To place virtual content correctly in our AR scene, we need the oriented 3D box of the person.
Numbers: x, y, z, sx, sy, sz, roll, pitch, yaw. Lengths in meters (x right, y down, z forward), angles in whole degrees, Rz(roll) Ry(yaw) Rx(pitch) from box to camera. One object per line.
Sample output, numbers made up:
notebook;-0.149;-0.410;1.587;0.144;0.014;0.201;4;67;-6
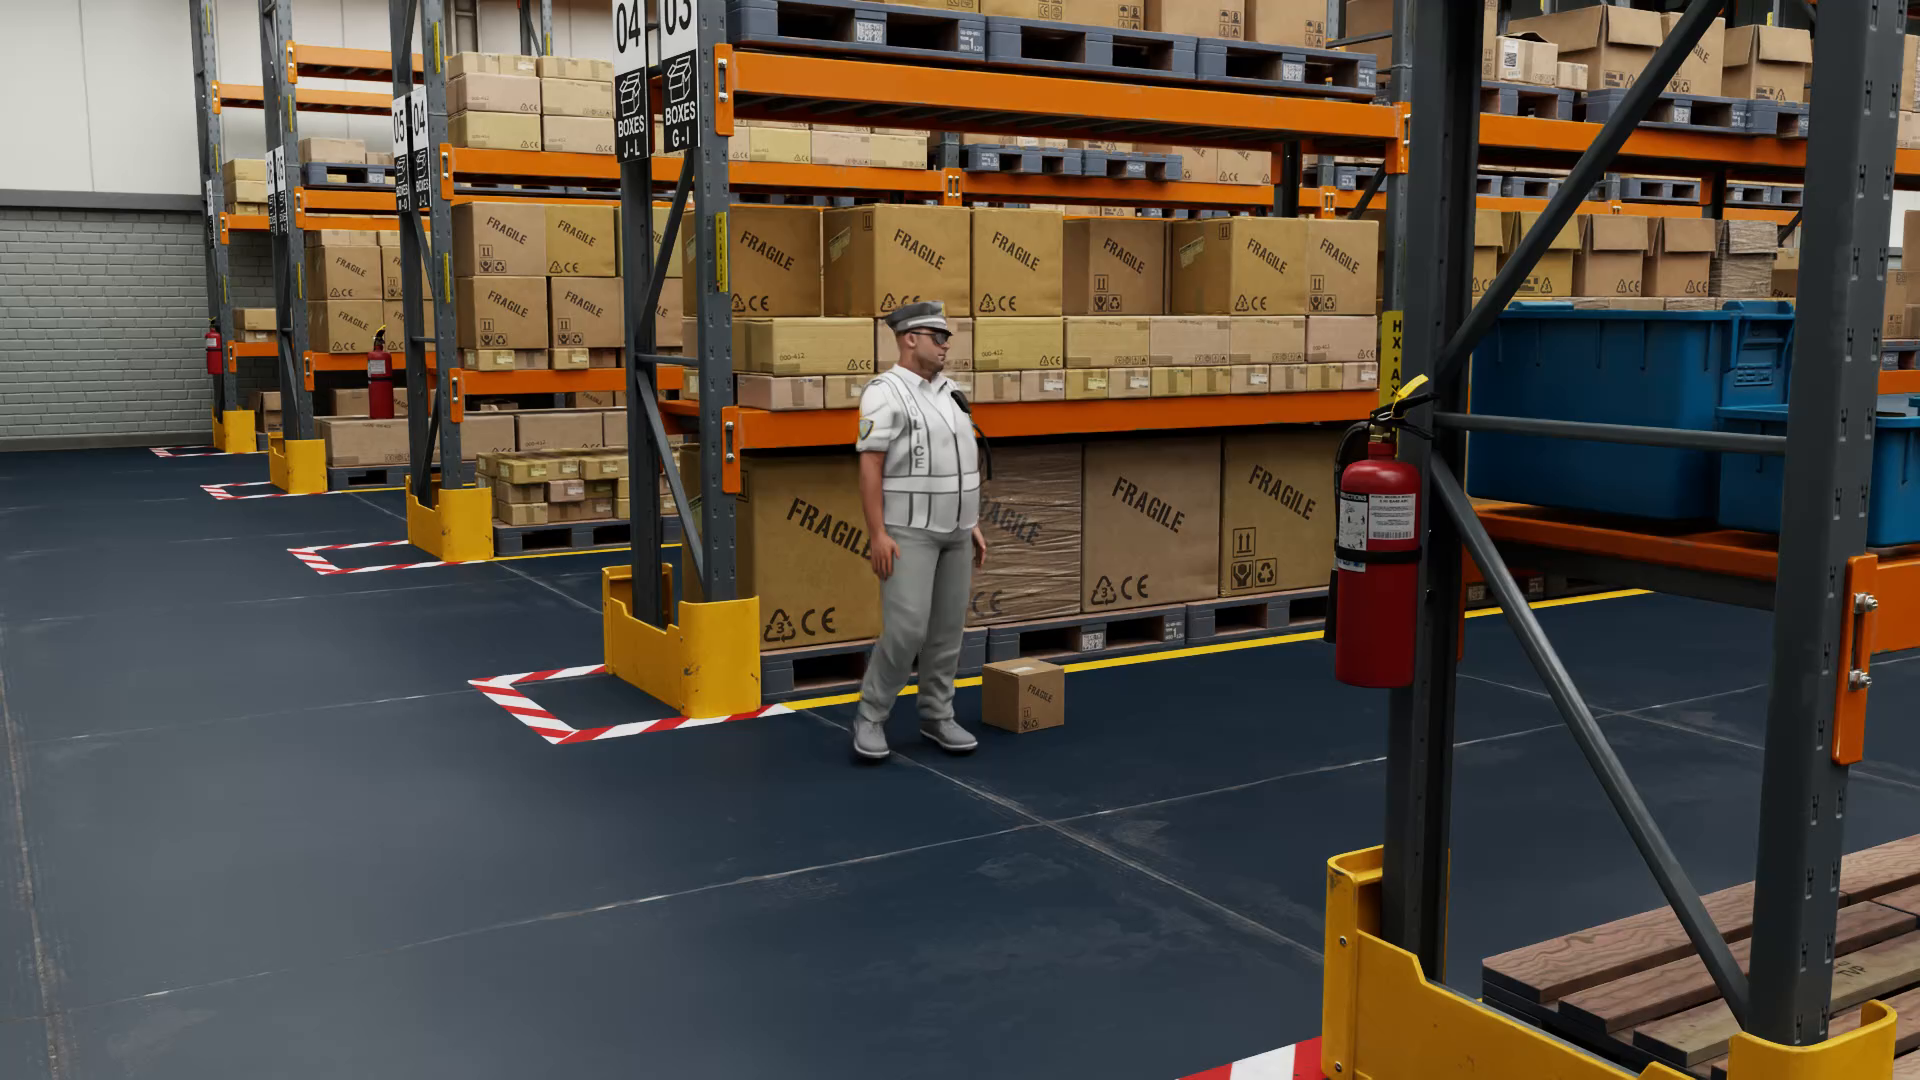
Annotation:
person;-0.164;-0.046;6.492;0.421;1.760;0.622;8;11;44
